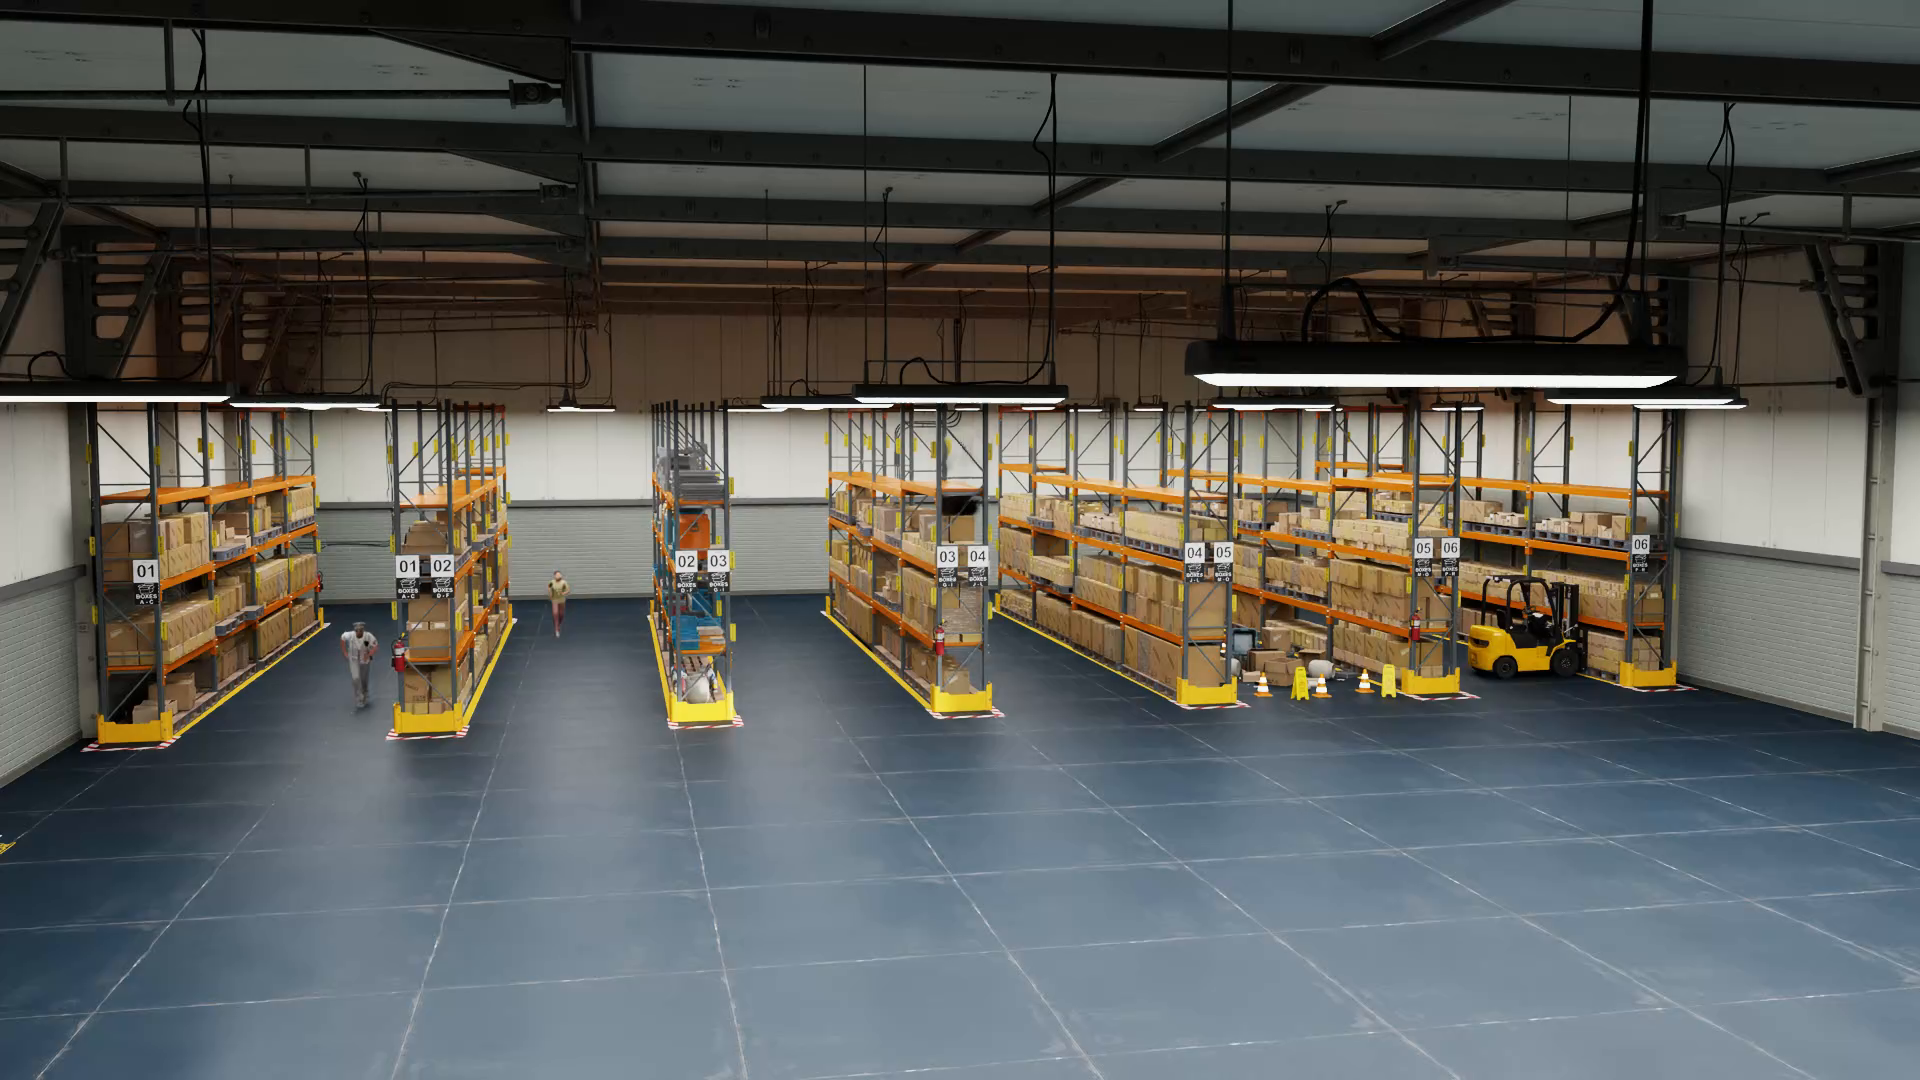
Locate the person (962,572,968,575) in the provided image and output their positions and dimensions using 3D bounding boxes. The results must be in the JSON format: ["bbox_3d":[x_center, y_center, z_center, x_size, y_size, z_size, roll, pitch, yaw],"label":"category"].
[{"bbox_3d":[0.130,1.231,47.792,0.701,1.793,0.894,0,4,5],"label":"person"}]

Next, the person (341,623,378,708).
[{"bbox_3d":[-11.855,2.441,32.882,0.702,1.720,1.030,-1,4,-15],"label":"person"}]

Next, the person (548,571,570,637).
[{"bbox_3d":[-10.435,1.641,43.301,0.541,1.704,1.071,-1,5,-18],"label":"person"}]
